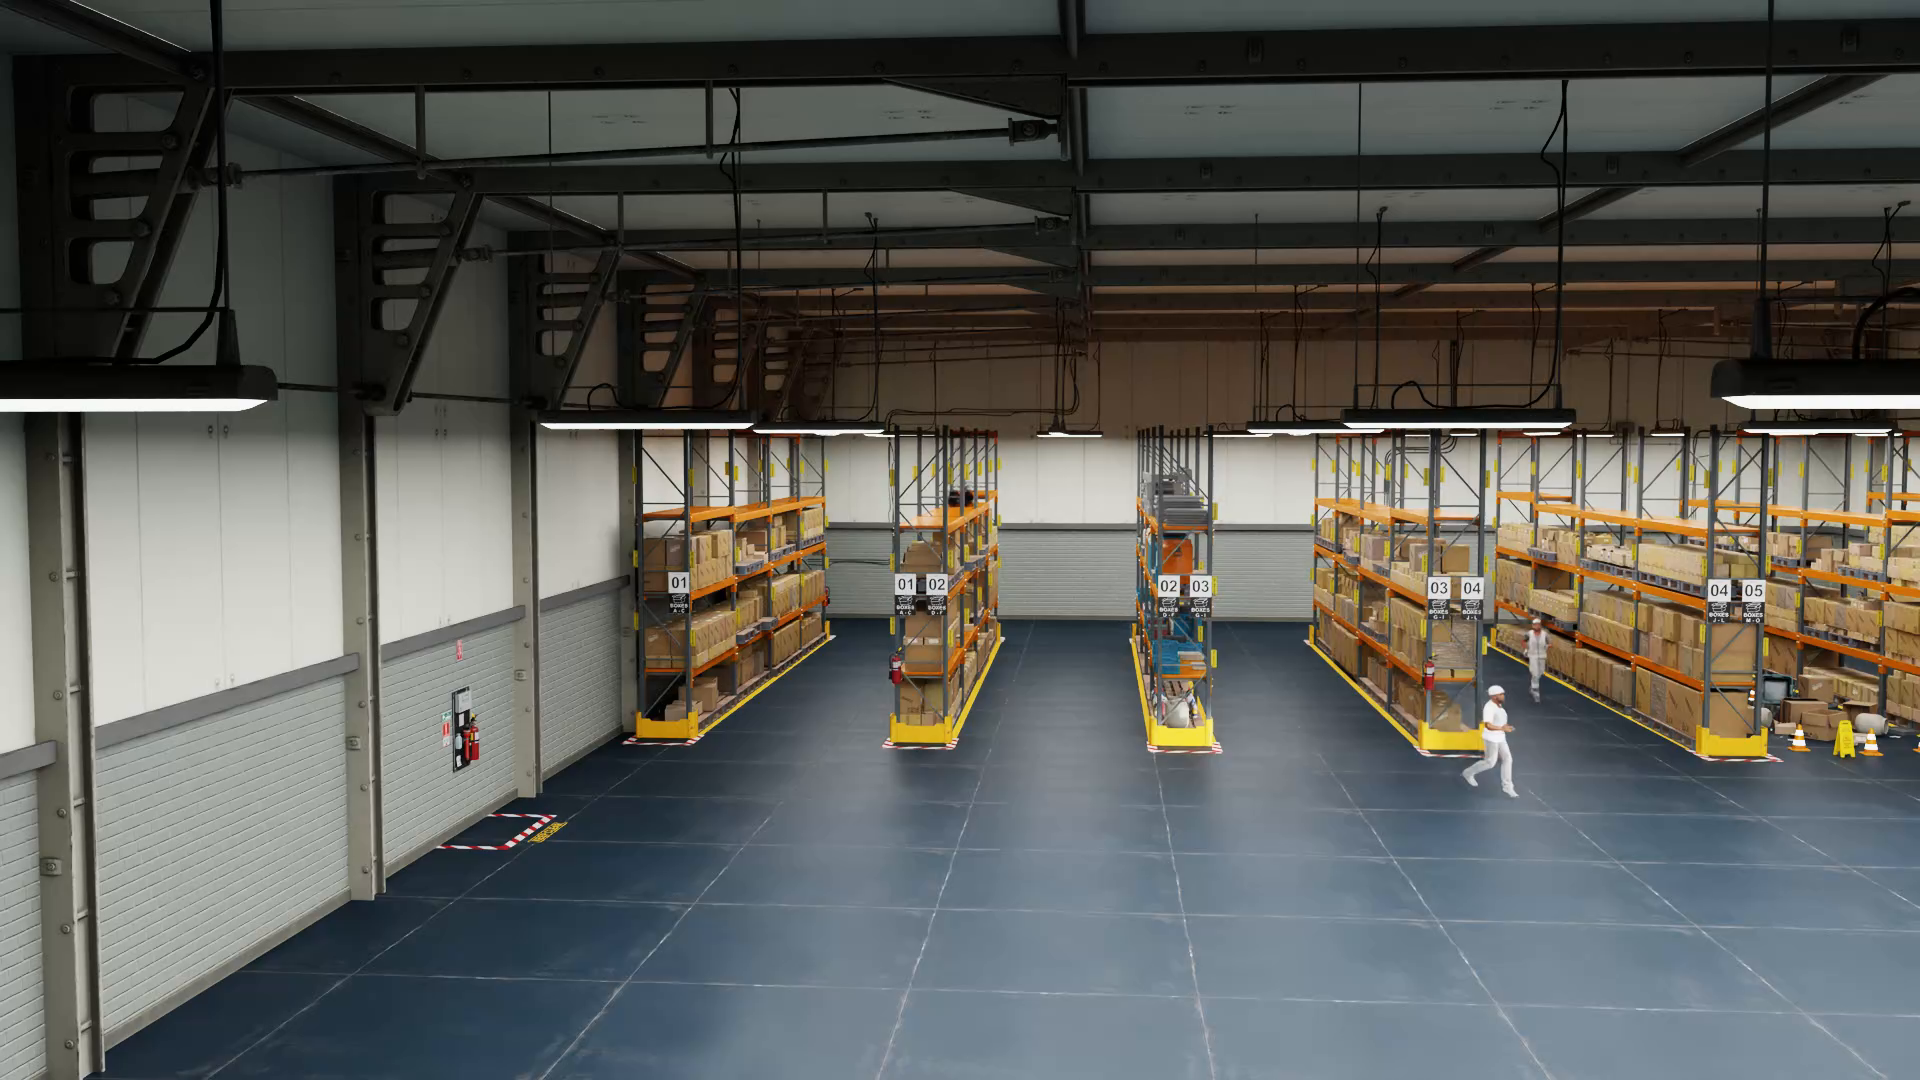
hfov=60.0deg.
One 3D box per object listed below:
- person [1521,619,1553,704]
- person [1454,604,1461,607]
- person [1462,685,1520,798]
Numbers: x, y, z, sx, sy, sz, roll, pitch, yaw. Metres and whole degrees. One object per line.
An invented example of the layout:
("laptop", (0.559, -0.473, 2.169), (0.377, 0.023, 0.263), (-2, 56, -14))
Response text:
("person", (12.691, 2.628, 36.505), (0.629, 1.816, 0.886), (0, 3, 6))
("person", (14.347, 2.031, 47.357), (0.629, 1.754, 0.767), (0, 3, 6))
("person", (8.589, 3.242, 26.867), (0.938, 1.811, 0.731), (2, 4, 35))
